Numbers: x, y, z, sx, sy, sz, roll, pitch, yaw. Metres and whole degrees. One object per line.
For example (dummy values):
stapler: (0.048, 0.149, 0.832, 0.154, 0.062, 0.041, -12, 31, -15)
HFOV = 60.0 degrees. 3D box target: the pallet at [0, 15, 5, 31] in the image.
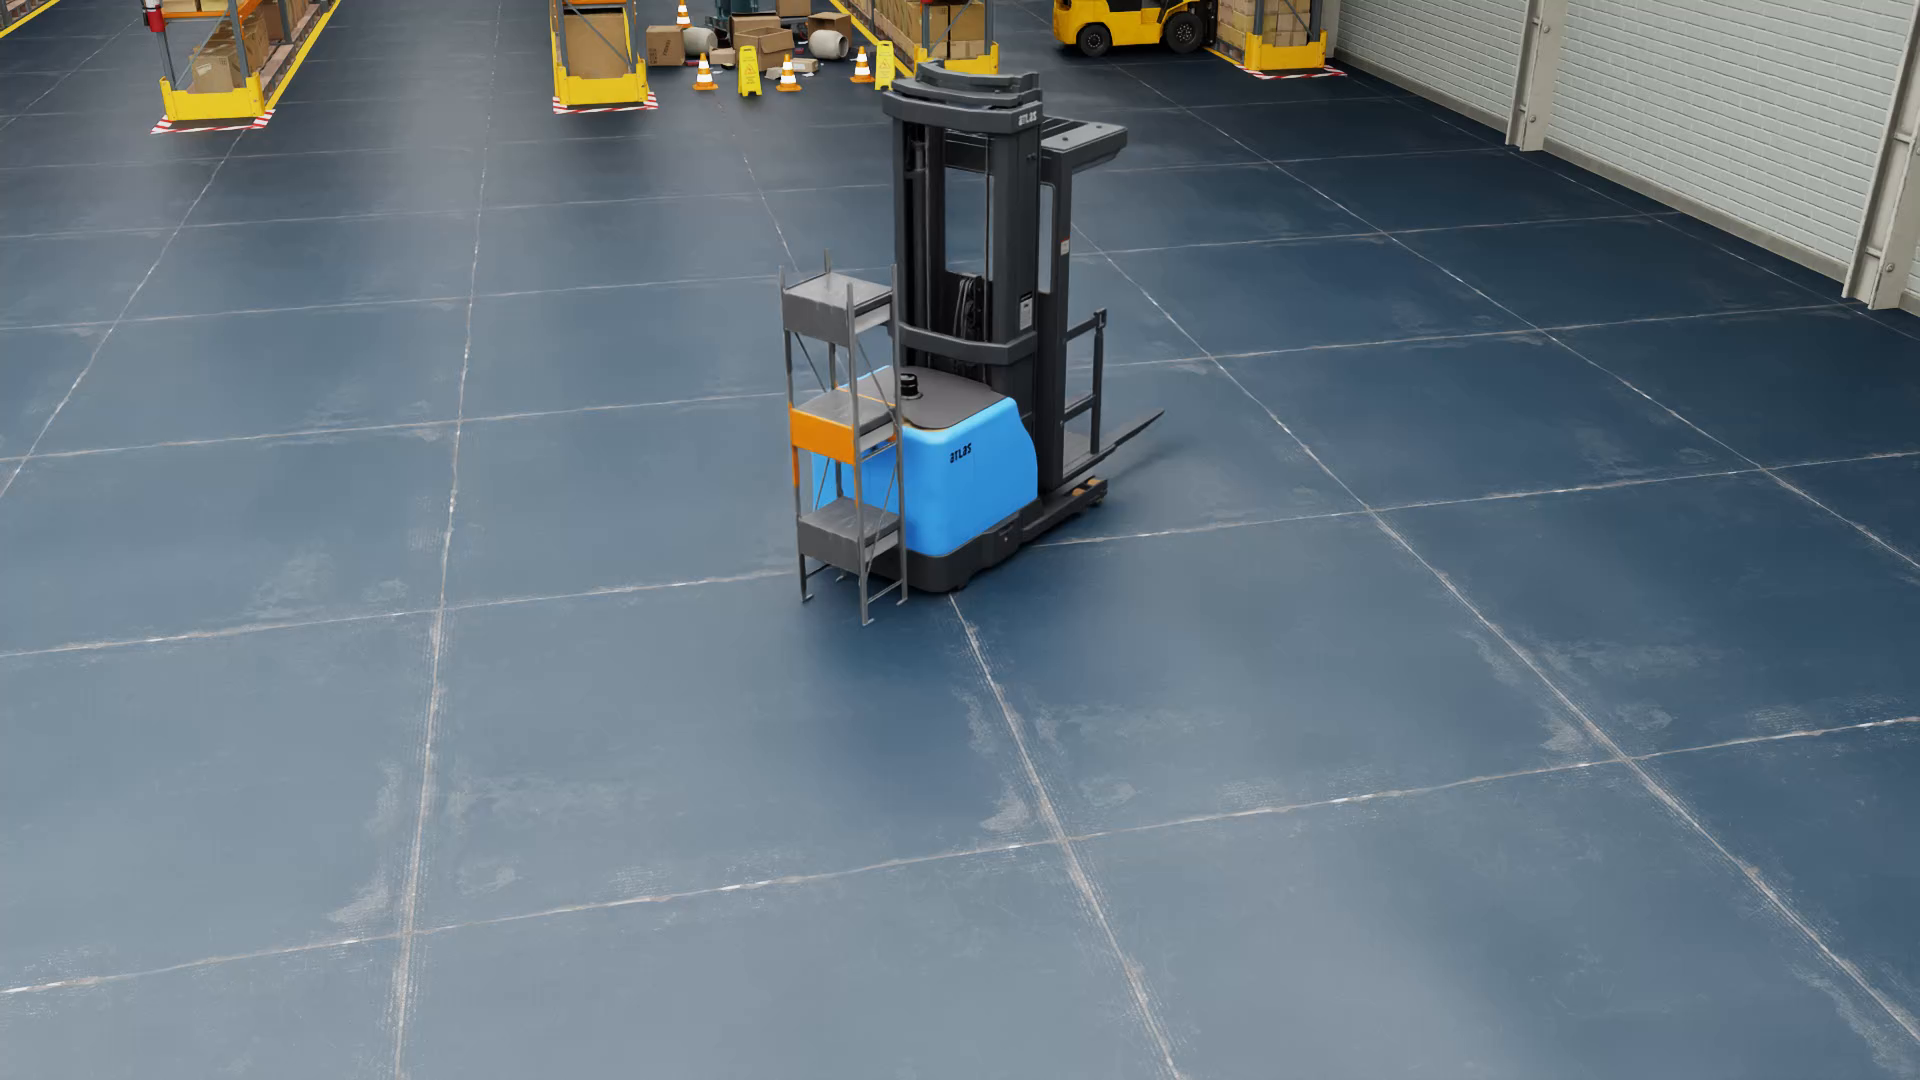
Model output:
pallet: (-16.183, -8.272, 26.904, 1.003, 0.211, 1.213, -6, 27, -12)

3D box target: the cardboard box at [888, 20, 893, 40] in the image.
cardboard box: (-0.814, -7.822, 25.503, 0.500, 0.250, 0.500, -6, 27, -12)

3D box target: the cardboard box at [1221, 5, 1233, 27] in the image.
cardboard box: (4.282, -7.950, 25.202, 0.500, 0.250, 0.500, -6, 27, -12)

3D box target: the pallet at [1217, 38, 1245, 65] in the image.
pallet: (4.586, -7.450, 25.276, 1.003, 0.211, 1.213, -6, 27, -12)

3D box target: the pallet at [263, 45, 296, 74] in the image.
pallet: (-10.407, -7.071, 24.526, 1.003, 0.211, 1.213, -6, 27, -12)

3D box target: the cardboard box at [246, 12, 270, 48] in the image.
cardboard box: (-10.541, -7.499, 24.587, 0.500, 0.500, 0.500, -7, 28, -13)

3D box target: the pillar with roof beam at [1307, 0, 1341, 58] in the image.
pillar with roof beam: (1.326, -11.002, 22.560, 9.100, 9.000, 0.400, -6, 27, -12)

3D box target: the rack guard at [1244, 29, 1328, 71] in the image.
rack guard: (4.804, -7.237, 24.534, 1.175, 0.500, 0.348, -6, 27, -12)

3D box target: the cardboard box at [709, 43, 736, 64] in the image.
cardboard box: (-3.556, -7.279, 24.876, 0.396, 0.266, 0.258, -1, 27, -3)

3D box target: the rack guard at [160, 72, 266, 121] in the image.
rack guard: (-9.708, -5.769, 21.625, 1.175, 0.500, 0.348, -6, 27, -12)

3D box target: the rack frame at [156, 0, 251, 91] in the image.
rack frame: (-9.691, -6.852, 20.996, 1.000, 3.000, 0.127, -6, 27, -12)

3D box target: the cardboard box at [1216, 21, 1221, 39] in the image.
cardboard box: (4.179, -7.938, 25.733, 0.500, 0.250, 0.500, -6, 27, -11)

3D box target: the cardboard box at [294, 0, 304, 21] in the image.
cardboard box: (-11.052, -8.662, 26.867, 0.700, 0.500, 0.500, -4, 27, -7)

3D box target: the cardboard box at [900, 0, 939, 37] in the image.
cardboard box: (-0.592, -7.707, 24.443, 0.500, 0.500, 0.500, -5, 27, -10)

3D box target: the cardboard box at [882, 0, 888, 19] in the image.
cardboard box: (-0.936, -8.388, 25.794, 0.500, 0.500, 0.500, -5, 27, -10)

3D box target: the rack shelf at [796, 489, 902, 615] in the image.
rack shelf: (-0.641, 0.067, 9.859, 0.480, 0.518, 0.431, 19, 34, 33)

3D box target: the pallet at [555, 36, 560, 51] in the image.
pallet: (-5.642, -7.480, 25.336, 1.003, 0.211, 1.213, -6, 27, -12)

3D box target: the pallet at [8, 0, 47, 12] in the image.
pallet: (-16.809, -9.492, 29.322, 1.003, 0.211, 1.213, -6, 27, -12)

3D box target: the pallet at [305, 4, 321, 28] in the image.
pallet: (-11.319, -8.776, 27.902, 1.003, 0.211, 1.213, -6, 27, -12)

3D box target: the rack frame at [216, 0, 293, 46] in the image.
rack frame: (-10.593, -8.608, 24.475, 1.000, 3.000, 0.127, -6, 27, -12)

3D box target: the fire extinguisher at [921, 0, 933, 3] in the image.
fire extinguisher: (-0.459, -7.726, 22.814, 0.296, 0.674, 0.183, -6, 27, -12)

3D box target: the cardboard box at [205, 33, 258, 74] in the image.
cardboard box: (-10.106, -6.735, 23.072, 0.500, 0.500, 0.500, -3, 27, -7)

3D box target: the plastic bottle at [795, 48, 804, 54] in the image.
plastic bottle: (-2.474, -7.545, 25.631, 0.133, 0.061, 0.283, -1, 27, -3)

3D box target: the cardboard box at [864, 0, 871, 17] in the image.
cardboard box: (-1.058, -8.858, 27.422, 0.950, 0.372, 0.625, -6, 27, -11)

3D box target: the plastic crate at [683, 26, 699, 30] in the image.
plastic crate: (-4.422, -7.894, 26.118, 0.450, 0.188, 0.662, -2, 25, 20)

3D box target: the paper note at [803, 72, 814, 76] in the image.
paper note: (-2.188, -6.745, 24.080, 0.148, 0.019, 0.142, -16, 31, -29)

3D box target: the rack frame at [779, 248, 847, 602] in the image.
rack frame: (-0.844, -0.631, 9.660, 0.015, 2.100, 0.400, 19, 34, 33)

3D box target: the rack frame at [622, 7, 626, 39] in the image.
rack frame: (-5.737, -9.067, 25.385, 1.000, 3.000, 0.127, -6, 27, -12)

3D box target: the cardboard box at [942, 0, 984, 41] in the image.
cardboard box: (0.046, -7.545, 24.123, 0.500, 0.500, 0.500, -7, 28, -13)

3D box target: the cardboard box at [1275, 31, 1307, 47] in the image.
cardboard box: (4.879, -7.559, 24.983, 0.500, 0.250, 0.500, -6, 27, -11)

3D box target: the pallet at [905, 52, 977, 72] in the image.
pallet: (-0.202, -7.007, 24.397, 1.003, 0.211, 1.213, -6, 27, -12)

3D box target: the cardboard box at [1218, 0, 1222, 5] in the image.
cardboard box: (4.147, -8.384, 25.508, 0.500, 0.250, 0.500, -6, 27, -11)

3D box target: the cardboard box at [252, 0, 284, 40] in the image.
cardboard box: (-10.710, -7.960, 25.477, 0.700, 0.500, 0.500, -8, 28, -16)

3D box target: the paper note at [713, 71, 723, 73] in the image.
paper note: (-3.526, -6.827, 24.244, 0.144, 0.017, 0.142, 3, 27, 6)

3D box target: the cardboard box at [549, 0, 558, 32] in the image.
cardboard box: (-5.965, -8.513, 26.319, 1.050, 0.750, 0.750, -6, 27, -12)

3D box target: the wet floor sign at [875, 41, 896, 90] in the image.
wet floor sign: (-1.036, -6.615, 23.139, 0.267, 0.644, 0.232, 3, 27, 6)

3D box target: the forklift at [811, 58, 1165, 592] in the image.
forklift: (0.343, -1.601, 10.670, 1.130, 2.935, 3.031, 18, 32, 32)

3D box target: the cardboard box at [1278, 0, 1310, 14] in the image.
cardboard box: (4.875, -8.000, 24.747, 0.500, 0.250, 0.500, -6, 27, -12)

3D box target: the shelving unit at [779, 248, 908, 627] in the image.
shelving unit: (-0.651, -0.564, 9.527, 0.503, 2.100, 0.431, 19, 34, 33)

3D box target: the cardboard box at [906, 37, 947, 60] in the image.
cardboard box: (-0.486, -7.156, 24.184, 0.500, 0.250, 0.500, -6, 27, -12)

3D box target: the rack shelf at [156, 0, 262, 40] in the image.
rack shelf: (-10.142, -7.408, 22.897, 1.077, 0.370, 4.000, -6, 27, -12)

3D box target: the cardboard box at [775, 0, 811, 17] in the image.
cardboard box: (-2.665, -8.642, 26.477, 0.500, 0.500, 0.500, -6, 27, -12)

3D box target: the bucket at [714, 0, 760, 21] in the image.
bucket: (-3.461, -8.458, 26.125, 0.726, 0.611, 0.620, 3, 17, 6)

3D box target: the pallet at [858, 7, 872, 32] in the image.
pallet: (-1.114, -8.711, 27.774, 1.003, 0.211, 1.213, -6, 27, -12)

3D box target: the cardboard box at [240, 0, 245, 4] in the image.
cardboard box: (-9.603, -7.112, 21.790, 0.380, 0.149, 0.250, -6, 27, -12)
